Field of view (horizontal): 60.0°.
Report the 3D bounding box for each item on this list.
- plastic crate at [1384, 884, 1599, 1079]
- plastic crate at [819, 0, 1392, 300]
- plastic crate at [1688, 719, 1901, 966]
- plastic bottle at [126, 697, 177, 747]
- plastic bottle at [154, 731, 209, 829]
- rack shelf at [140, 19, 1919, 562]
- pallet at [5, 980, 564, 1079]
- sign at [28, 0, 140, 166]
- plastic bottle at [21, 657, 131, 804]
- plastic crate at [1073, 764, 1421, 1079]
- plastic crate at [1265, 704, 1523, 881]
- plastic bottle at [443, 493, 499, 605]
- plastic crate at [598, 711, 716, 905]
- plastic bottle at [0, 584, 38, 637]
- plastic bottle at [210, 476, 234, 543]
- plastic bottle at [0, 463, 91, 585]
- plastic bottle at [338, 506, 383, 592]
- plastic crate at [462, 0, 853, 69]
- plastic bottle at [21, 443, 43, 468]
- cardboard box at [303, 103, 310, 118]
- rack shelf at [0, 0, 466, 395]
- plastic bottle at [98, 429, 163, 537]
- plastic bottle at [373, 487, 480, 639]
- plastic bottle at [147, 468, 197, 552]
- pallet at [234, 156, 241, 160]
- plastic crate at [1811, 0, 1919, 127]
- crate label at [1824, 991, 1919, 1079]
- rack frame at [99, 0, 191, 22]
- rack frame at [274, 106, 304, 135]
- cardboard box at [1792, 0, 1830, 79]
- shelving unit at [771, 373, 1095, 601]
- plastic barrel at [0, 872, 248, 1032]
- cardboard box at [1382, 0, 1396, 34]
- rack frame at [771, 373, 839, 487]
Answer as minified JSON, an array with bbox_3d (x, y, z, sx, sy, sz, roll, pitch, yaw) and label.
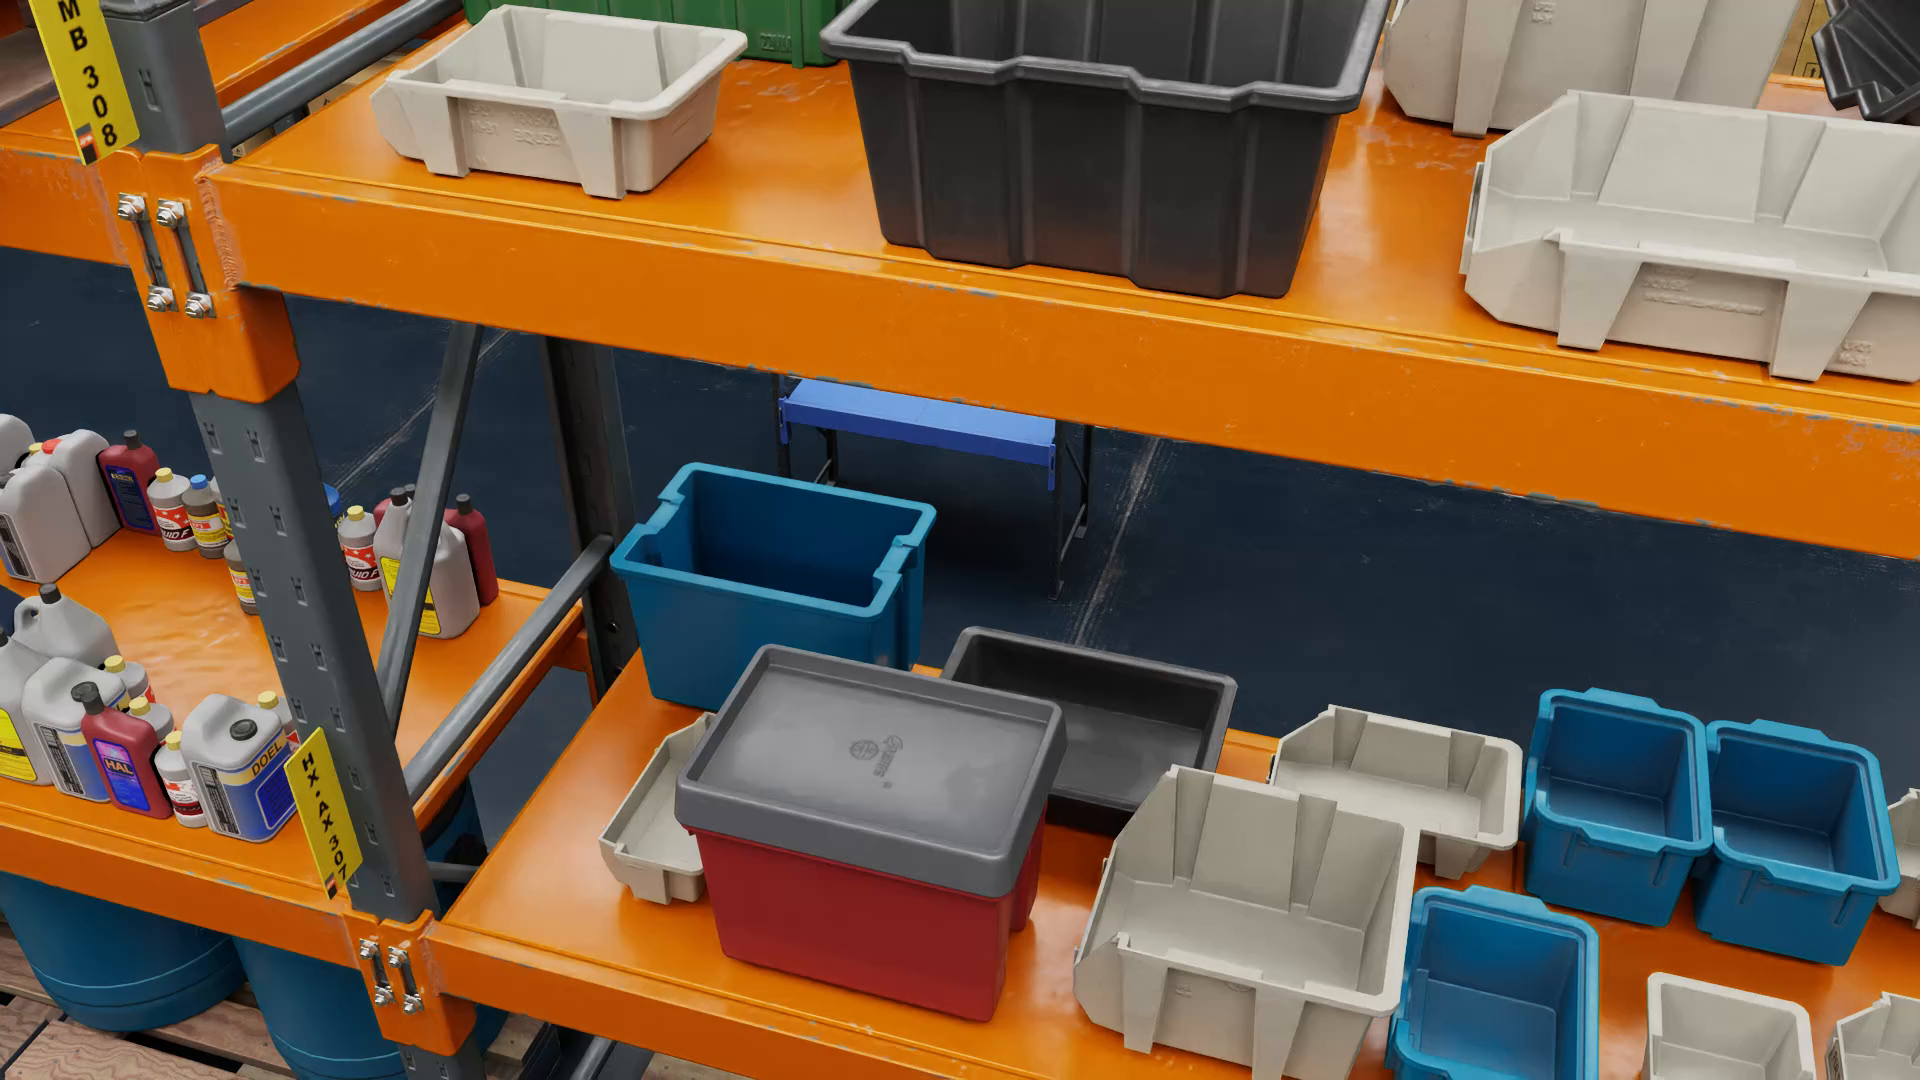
[{"bbox_3d":[0.861,0.804,2.717,0.300,0.233,0.416,10,38,14],"label":"plastic crate"},{"bbox_3d":[0.183,-0.509,1.990,0.590,0.269,0.497,10,38,14],"label":"plastic crate"},{"bbox_3d":[1.503,0.560,3.050,0.300,0.233,0.416,10,38,14],"label":"plastic crate"},{"bbox_3d":[-1.621,0.402,3.341,0.097,0.201,0.097,0,36,0],"label":"plastic bottle"},{"bbox_3d":[-1.512,0.460,3.262,0.097,0.201,0.097,0,36,0],"label":"plastic bottle"},{"bbox_3d":[0.988,-0.293,2.194,4.000,0.370,1.077,10,38,14],"label":"rack shelf"},{"bbox_3d":[-1.645,1.235,4.394,1.213,0.211,1.003,10,38,14],"label":"pallet"},{"bbox_3d":[-1.086,-0.629,2.036,0.005,0.325,0.100,10,38,14],"label":"sign"},{"bbox_3d":[-1.742,0.371,3.321,0.135,0.276,0.152,10,38,14],"label":"plastic bottle"},{"bbox_3d":[0.482,0.670,2.859,0.530,0.282,0.437,10,38,14],"label":"plastic crate"},{"bbox_3d":[0.831,0.492,3.223,0.466,0.136,0.293,10,38,14],"label":"plastic crate"},{"bbox_3d":[-1.143,0.013,3.801,0.133,0.283,0.061,10,38,14],"label":"plastic bottle"},{"bbox_3d":[-0.519,0.517,3.189,0.243,0.136,0.396,10,38,14],"label":"plastic crate"},{"bbox_3d":[-2.029,0.200,3.489,0.185,0.351,0.144,10,38,14],"label":"plastic bottle"},{"bbox_3d":[-1.701,-0.074,3.929,0.097,0.271,0.097,0,36,0],"label":"plastic bottle"},{"bbox_3d":[-2.178,-0.053,3.896,0.135,0.276,0.152,10,38,14],"label":"plastic bottle"},{"bbox_3d":[-1.386,0.012,3.871,0.097,0.201,0.097,0,36,0],"label":"plastic bottle"},{"bbox_3d":[-0.426,-0.947,2.654,0.662,0.188,0.450,10,38,14],"label":"plastic crate"},{"bbox_3d":[-2.235,-0.145,4.084,0.097,0.201,0.097,0,36,0],"label":"plastic bottle"},{"bbox_3d":[-3.670,-2.557,9.160,0.500,0.250,0.500,10,38,14],"label":"cardboard box"},{"bbox_3d":[-2.830,-1.000,3.154,4.000,0.370,1.077,10,38,14],"label":"rack shelf"},{"bbox_3d":[-1.991,-0.144,4.014,0.133,0.283,0.061,10,38,14],"label":"plastic bottle"},{"bbox_3d":[-1.199,0.039,3.708,0.185,0.351,0.144,10,38,14],"label":"plastic bottle"},{"bbox_3d":[-1.886,-0.080,3.996,0.097,0.201,0.097,0,36,0],"label":"plastic bottle"},{"bbox_3d":[-4.032,-2.281,9.172,1.213,0.211,1.003,10,38,14],"label":"pallet"},{"bbox_3d":[1.521,-0.630,2.097,0.767,0.338,0.504,10,38,14],"label":"plastic crate"},{"bbox_3d":[1.520,0.925,2.635,0.243,0.136,0.396,10,38,14],"label":"crate label"},{"bbox_3d":[-0.921,-2.144,1.572,0.127,3.000,1.000,10,38,14],"label":"rack frame"},{"bbox_3d":[-3.258,-3.237,8.117,0.127,3.000,1.000,10,38,14],"label":"rack frame"},{"bbox_3d":[3.373,-1.878,6.187,0.500,0.500,0.500,11,38,14],"label":"cardboard box"},{"bbox_3d":[-0.081,-0.619,5.826,1.048,1.500,0.538,10,38,14],"label":"shelving unit"},{"bbox_3d":[-2.111,0.717,4.161,0.708,0.901,0.600,10,38,14],"label":"plastic barrel"},{"bbox_3d":[1.932,-2.148,6.553,0.500,0.500,0.500,10,38,14],"label":"cardboard box"},{"bbox_3d":[-0.567,-0.709,5.948,0.032,1.500,0.500,10,38,14],"label":"rack frame"}]
